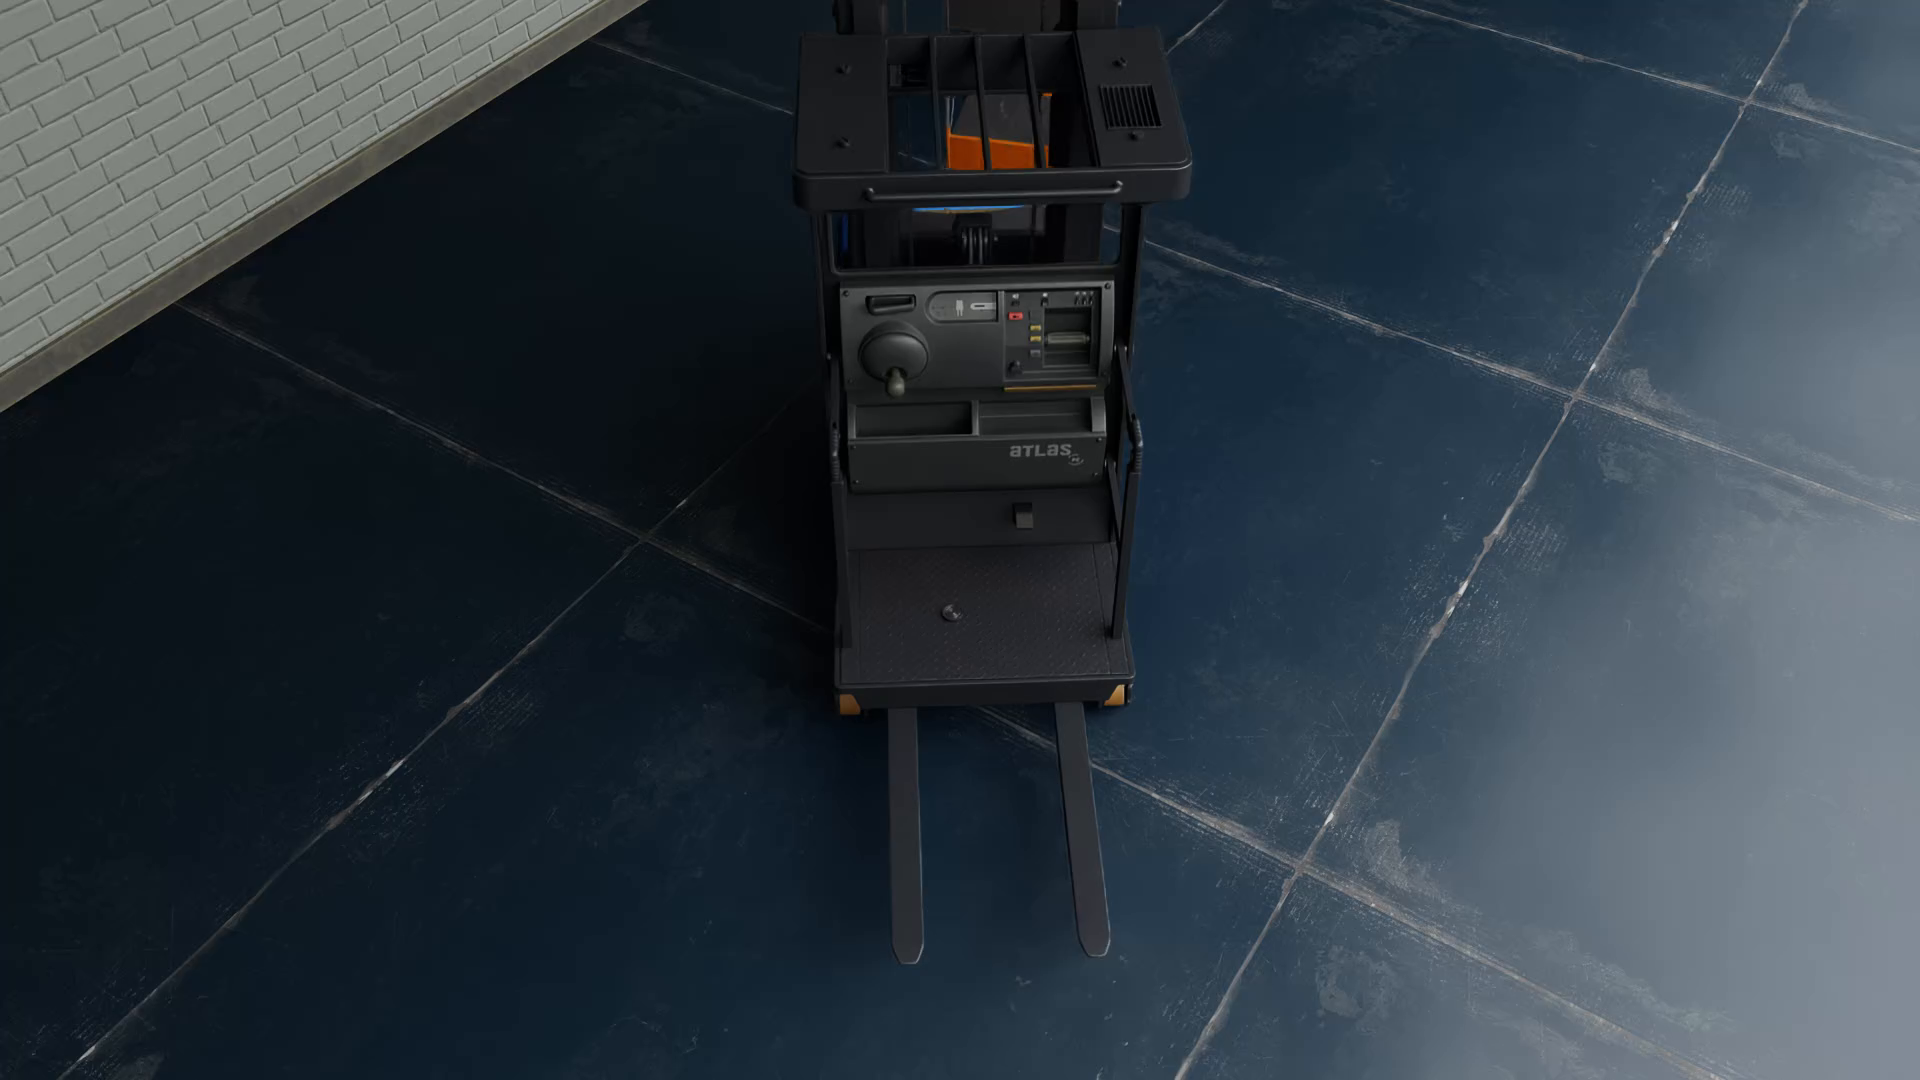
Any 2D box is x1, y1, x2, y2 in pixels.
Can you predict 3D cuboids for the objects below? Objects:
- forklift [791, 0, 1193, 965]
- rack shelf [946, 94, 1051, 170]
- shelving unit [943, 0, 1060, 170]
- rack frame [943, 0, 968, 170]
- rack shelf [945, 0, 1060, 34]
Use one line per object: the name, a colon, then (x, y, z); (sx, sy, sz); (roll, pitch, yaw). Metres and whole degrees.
forklift: (0.071, -0.600, 5.511); (1.130, 2.935, 3.031); (-2, 46, -2)
rack shelf: (0.224, -1.610, 7.090); (0.480, 0.518, 0.431); (9, 46, 9)
shelving unit: (0.224, -1.620, 7.081); (0.503, 2.100, 0.431); (9, 46, 9)
rack frame: (-0.014, -1.657, 7.118); (0.015, 2.100, 0.400); (9, 46, 9)
rack shelf: (0.222, -2.098, 6.589); (0.480, 0.518, 0.431); (9, 46, 9)
